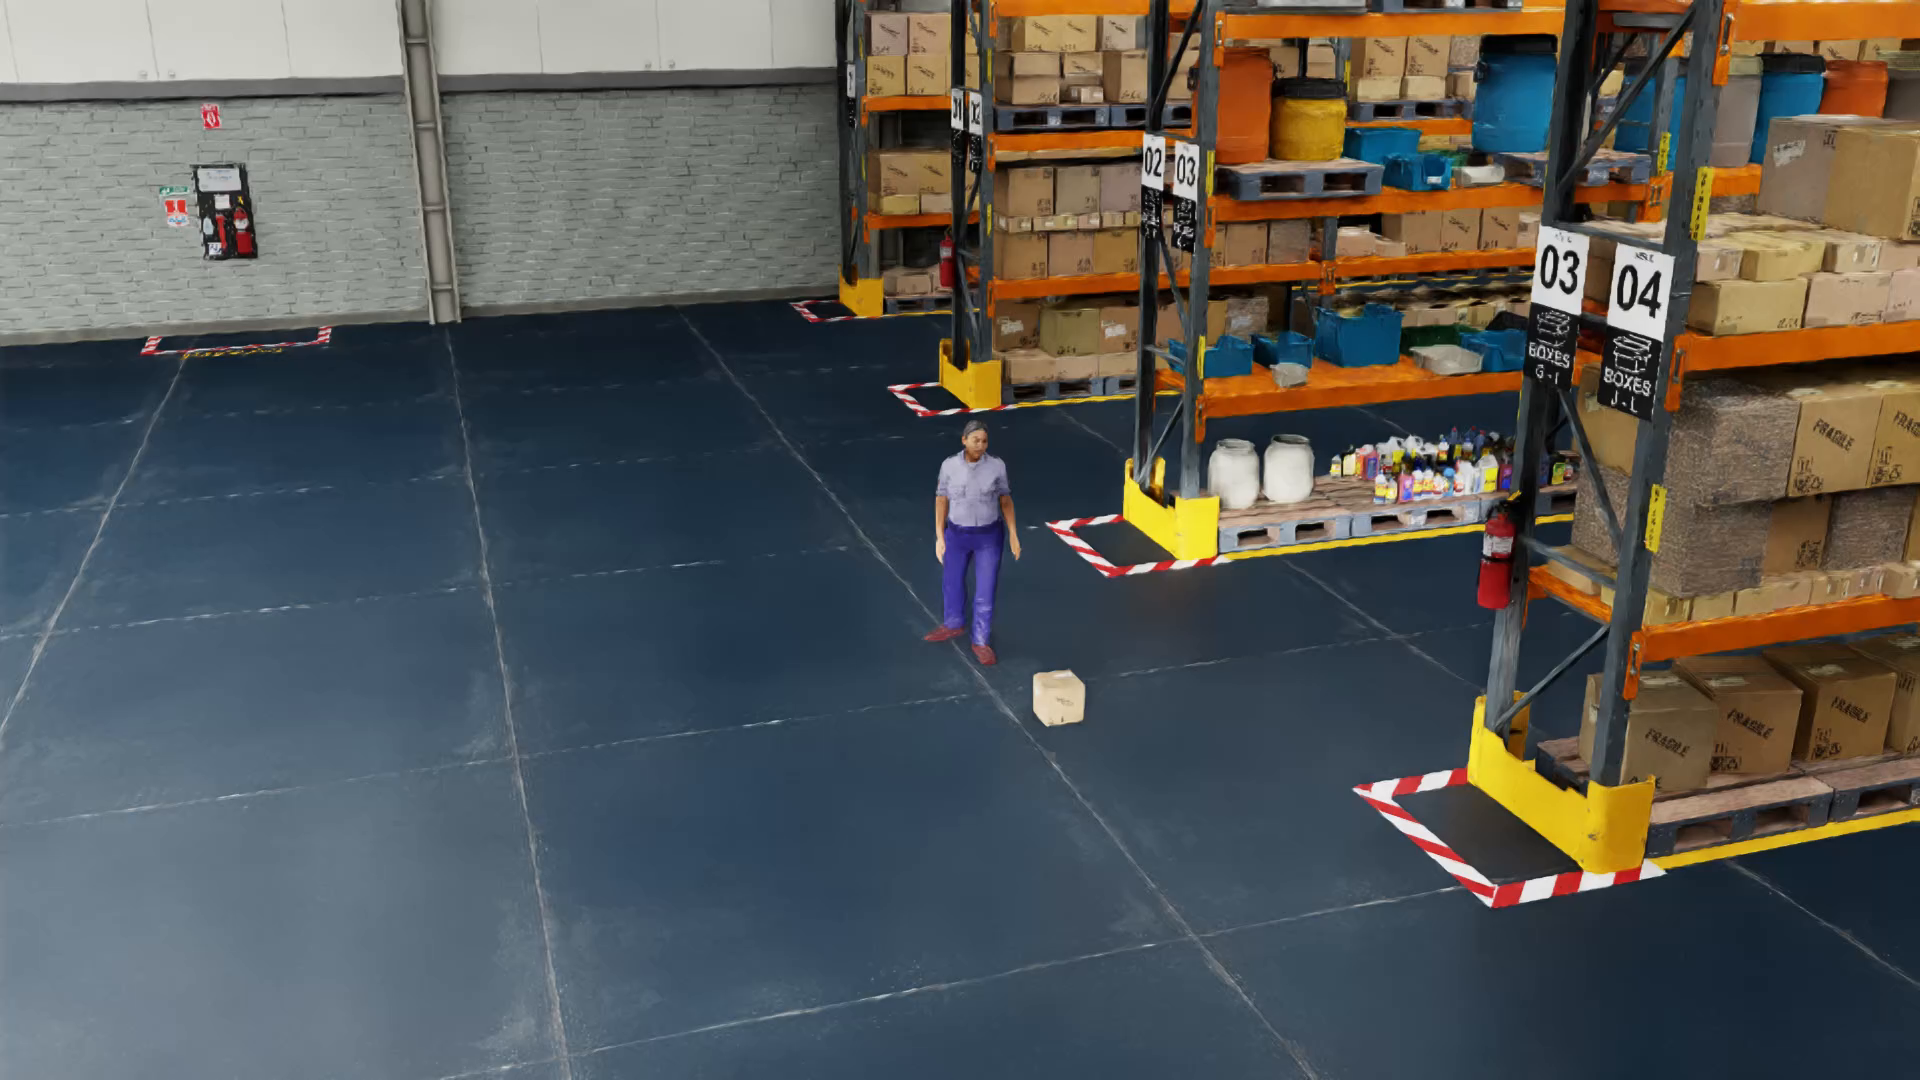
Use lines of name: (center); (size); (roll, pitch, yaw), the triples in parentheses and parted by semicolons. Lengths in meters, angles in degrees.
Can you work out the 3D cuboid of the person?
person: (0.076, -0.022, 11.165); (0.667, 1.648, 0.521); (1, 19, 4)
